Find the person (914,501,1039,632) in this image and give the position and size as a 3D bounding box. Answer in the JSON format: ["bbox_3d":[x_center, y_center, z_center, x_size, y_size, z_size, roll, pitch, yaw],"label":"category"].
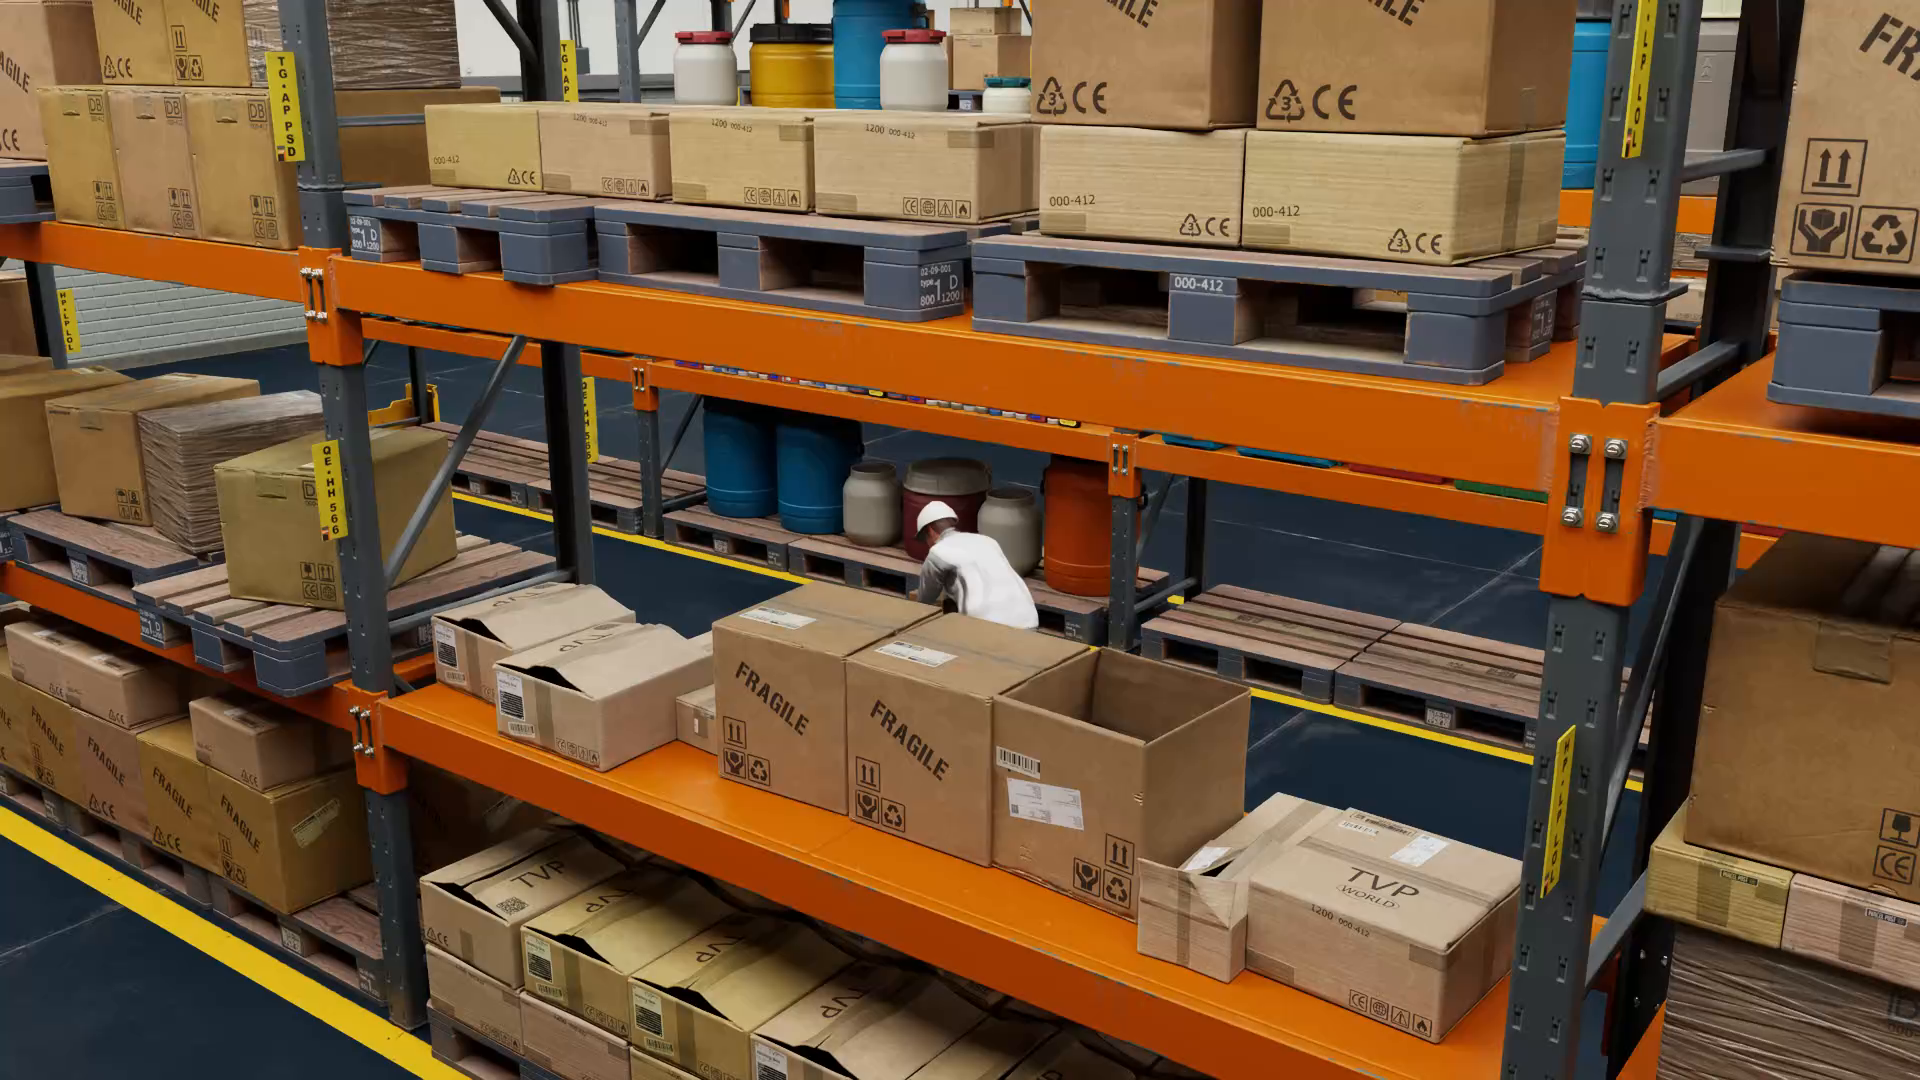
[{"bbox_3d":[0.045,0.324,9.267,0.533,1.005,0.914,-10,19,-30],"label":"person"}]
